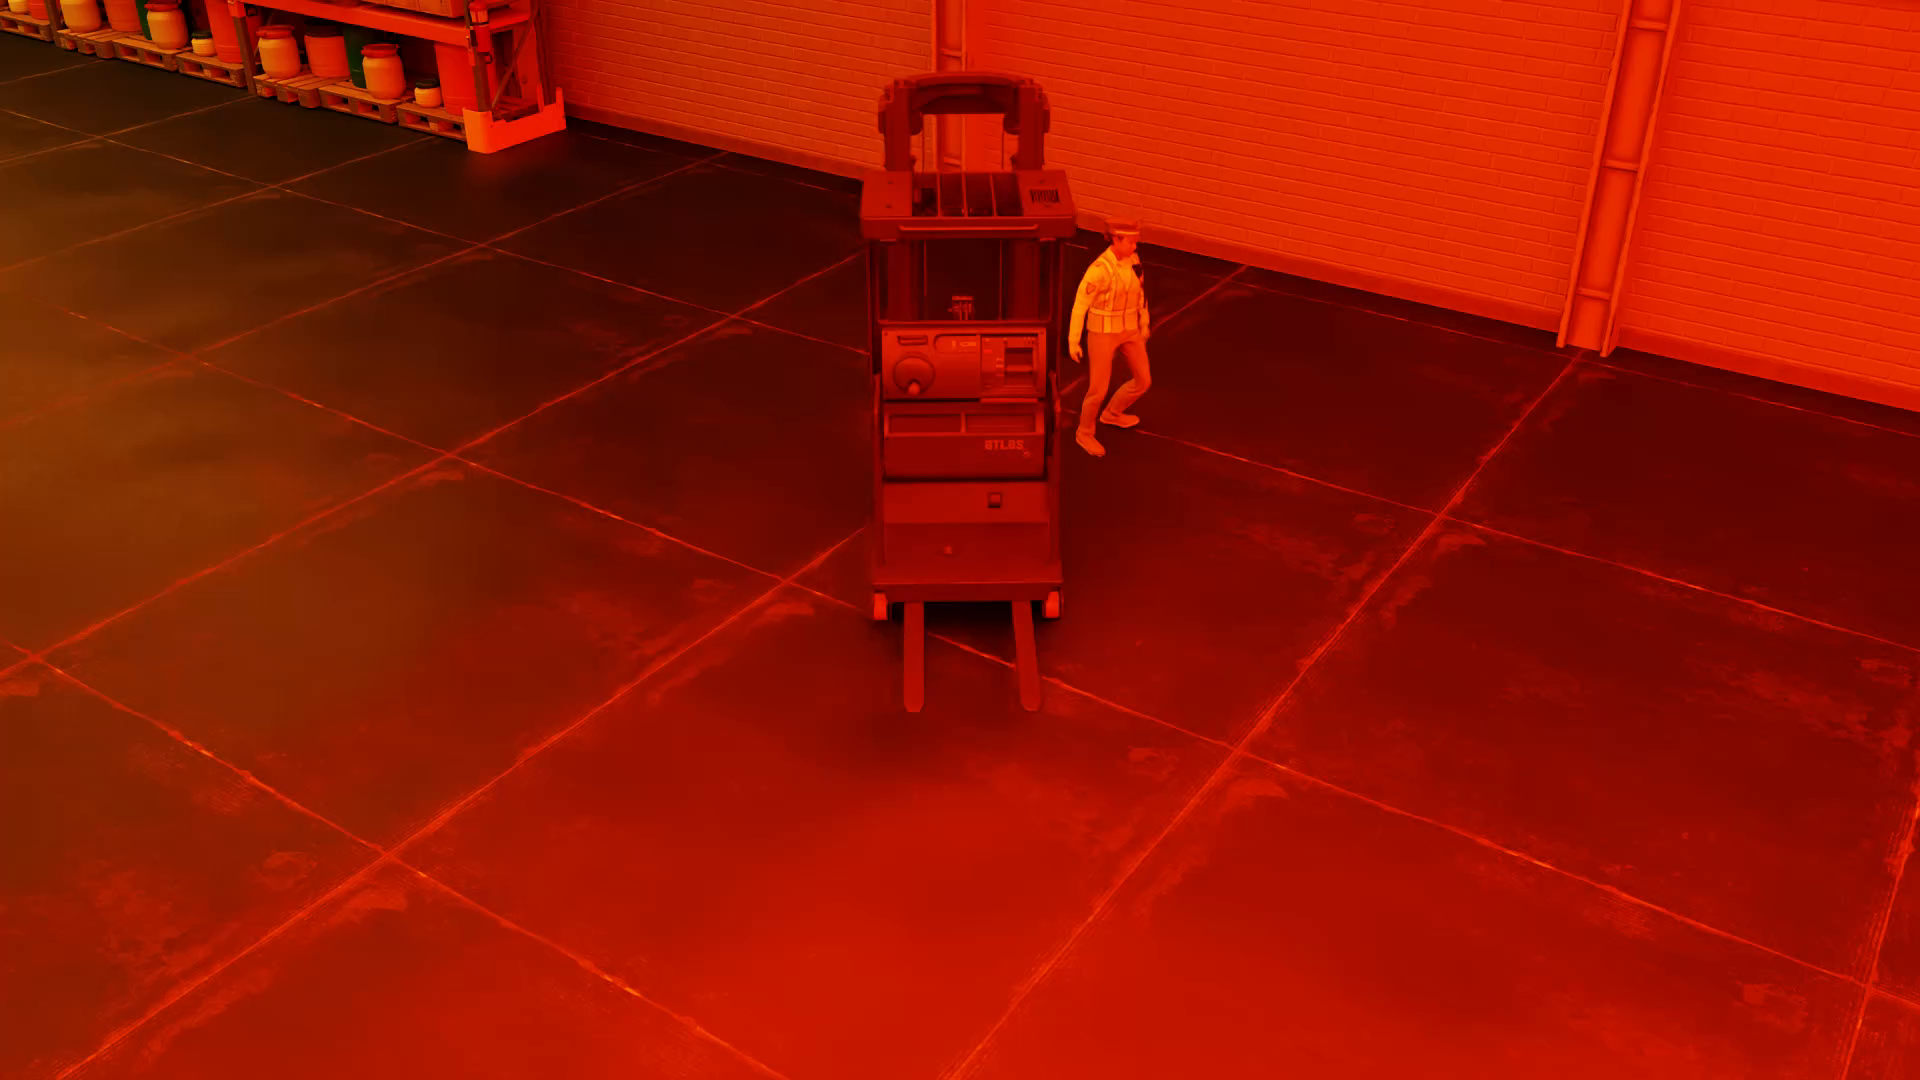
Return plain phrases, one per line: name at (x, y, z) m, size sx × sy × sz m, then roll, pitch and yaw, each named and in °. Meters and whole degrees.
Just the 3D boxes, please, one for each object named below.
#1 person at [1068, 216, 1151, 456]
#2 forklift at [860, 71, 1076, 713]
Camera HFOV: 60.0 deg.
person at (1.038, -1.398, 11.330) m, size 0.716 × 1.620 × 0.393 m, roll -17°, pitch 34°, yaw -27°
forklift at (0.031, -0.957, 9.229) m, size 1.130 × 2.935 × 3.031 m, roll -1°, pitch 30°, yaw -1°
